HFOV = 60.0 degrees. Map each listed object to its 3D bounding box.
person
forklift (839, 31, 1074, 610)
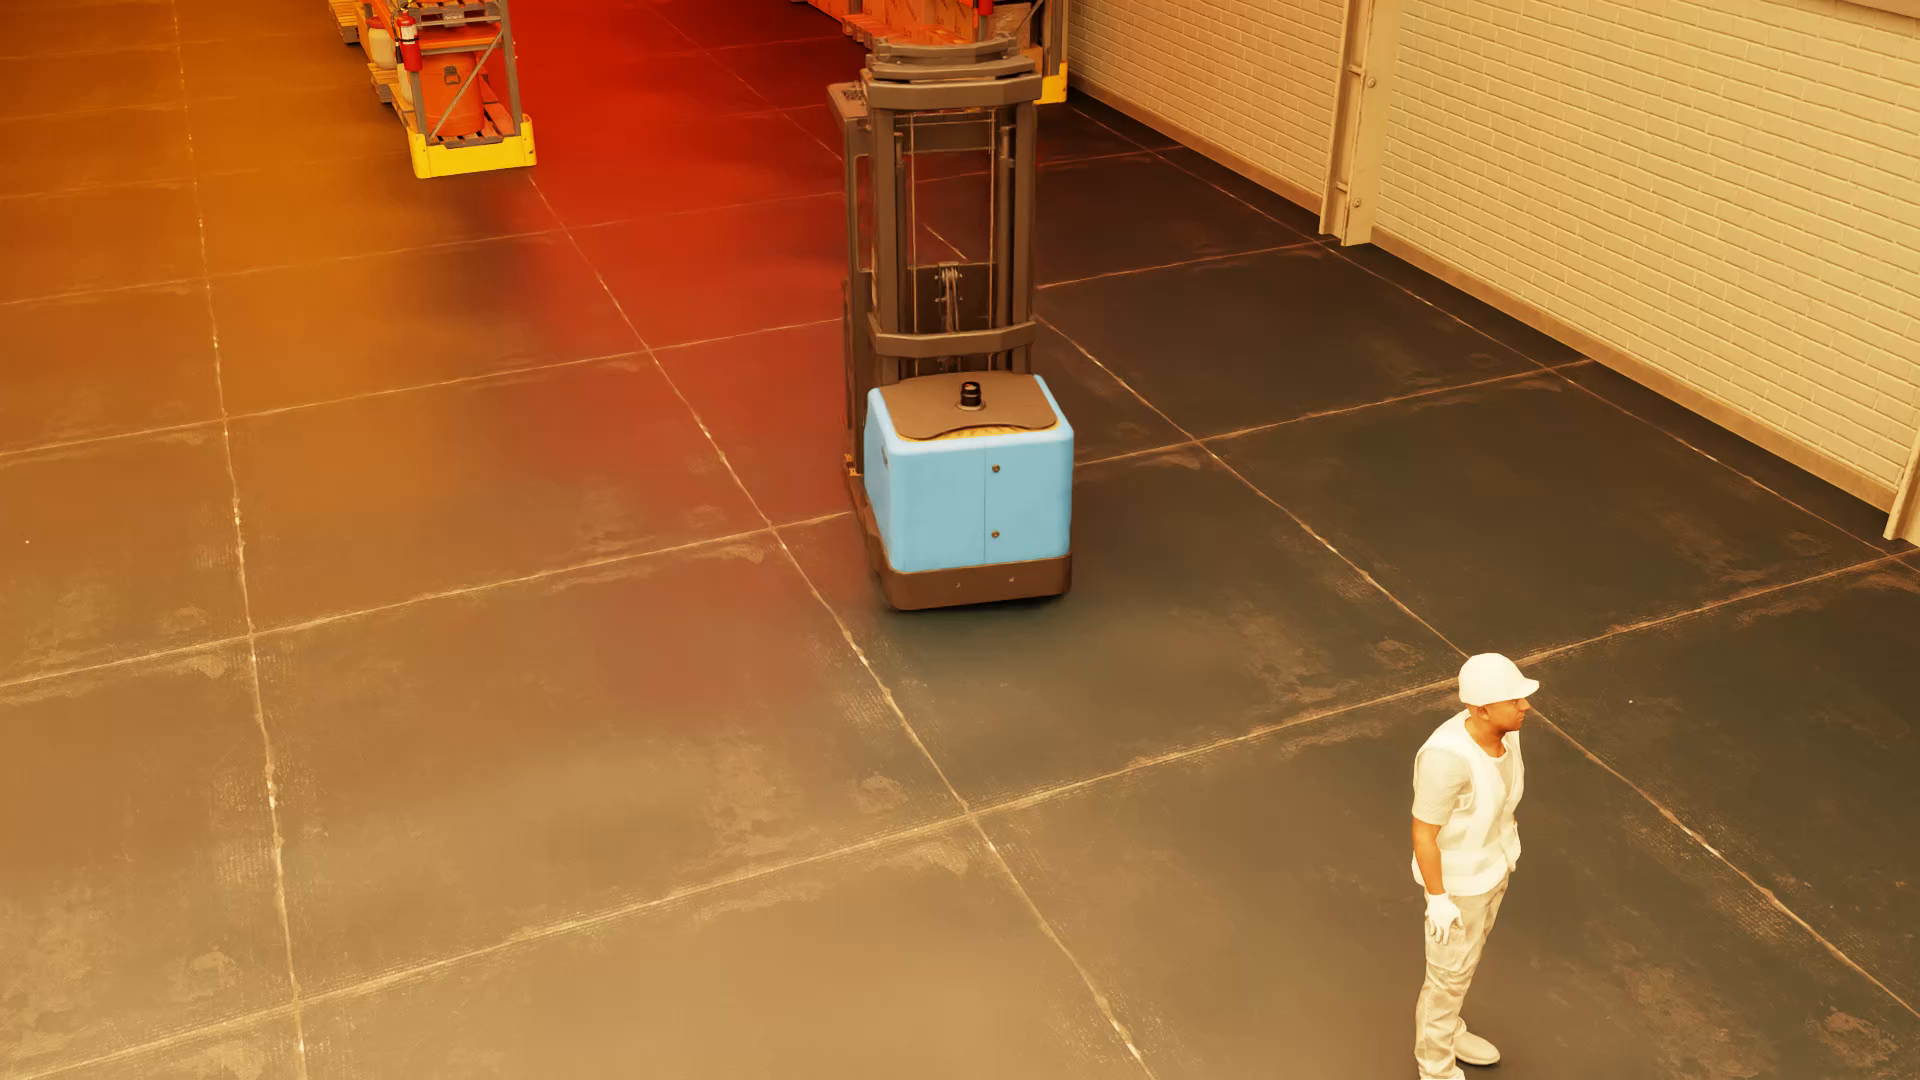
[{"bbox_3d":[1.925,1.308,6.136,0.577,1.621,0.656,23,37,34],"label":"person"},{"bbox_3d":[-0.163,-1.598,9.914,1.130,2.935,3.031,-6,30,-10],"label":"forklift"}]
